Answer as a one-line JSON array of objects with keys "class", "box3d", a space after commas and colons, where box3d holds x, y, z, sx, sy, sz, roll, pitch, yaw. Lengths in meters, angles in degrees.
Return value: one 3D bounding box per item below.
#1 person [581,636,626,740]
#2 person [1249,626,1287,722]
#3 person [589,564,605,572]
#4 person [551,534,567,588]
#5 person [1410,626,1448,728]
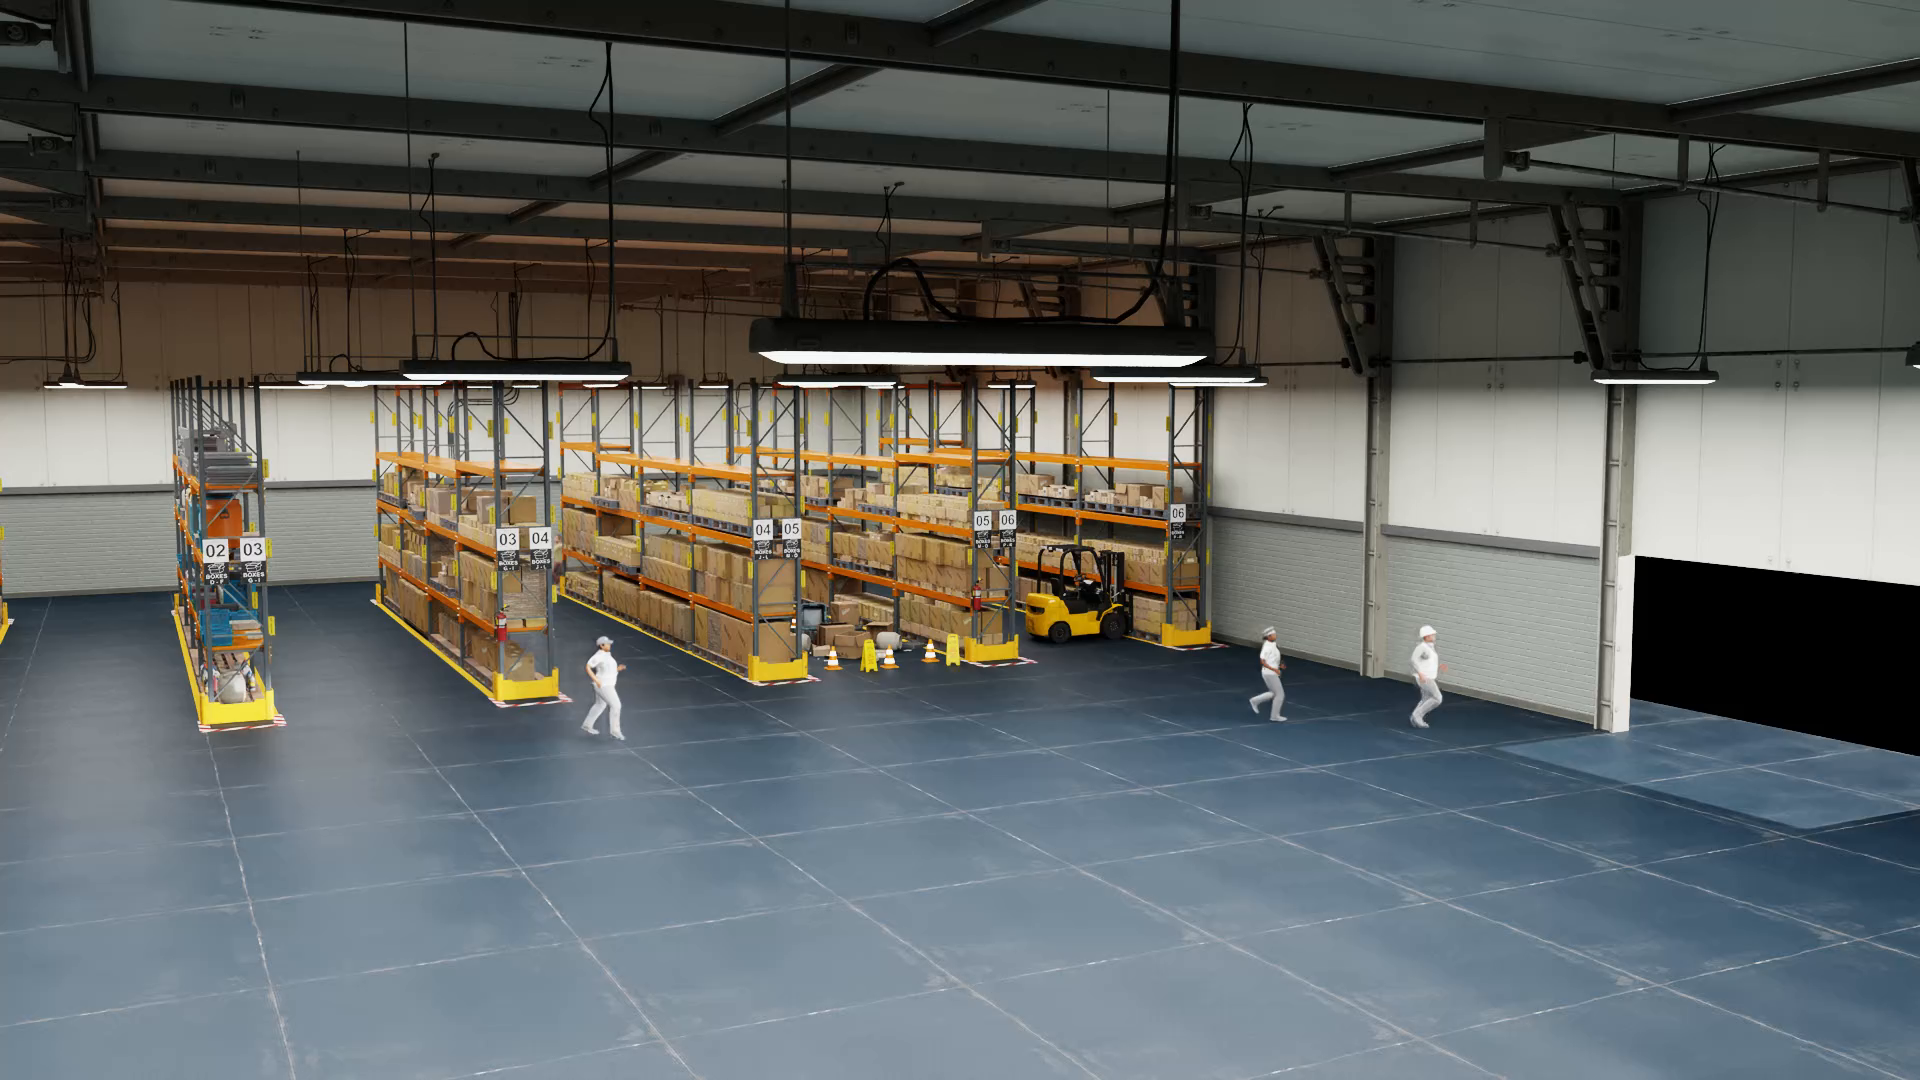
[{"class": "person", "box3d": [-5.902, 2.452, 27.486, 0.770, 1.727, 0.580, 0, 5, -4]}, {"class": "person", "box3d": [5.379, 2.322, 28.958, 0.658, 1.654, 0.579, 2, 5, 17]}, {"class": "person", "box3d": [-10.644, 0.556, 48.806, 0.574, 1.699, 0.738, 2, 5, 22]}, {"class": "person", "box3d": [-11.690, 0.624, 48.179, 0.601, 1.615, 0.637, -4, 7, -39]}, {"class": "person", "box3d": [7.990, 2.333, 28.311, 0.601, 1.739, 0.667, 2, 5, 22]}]
